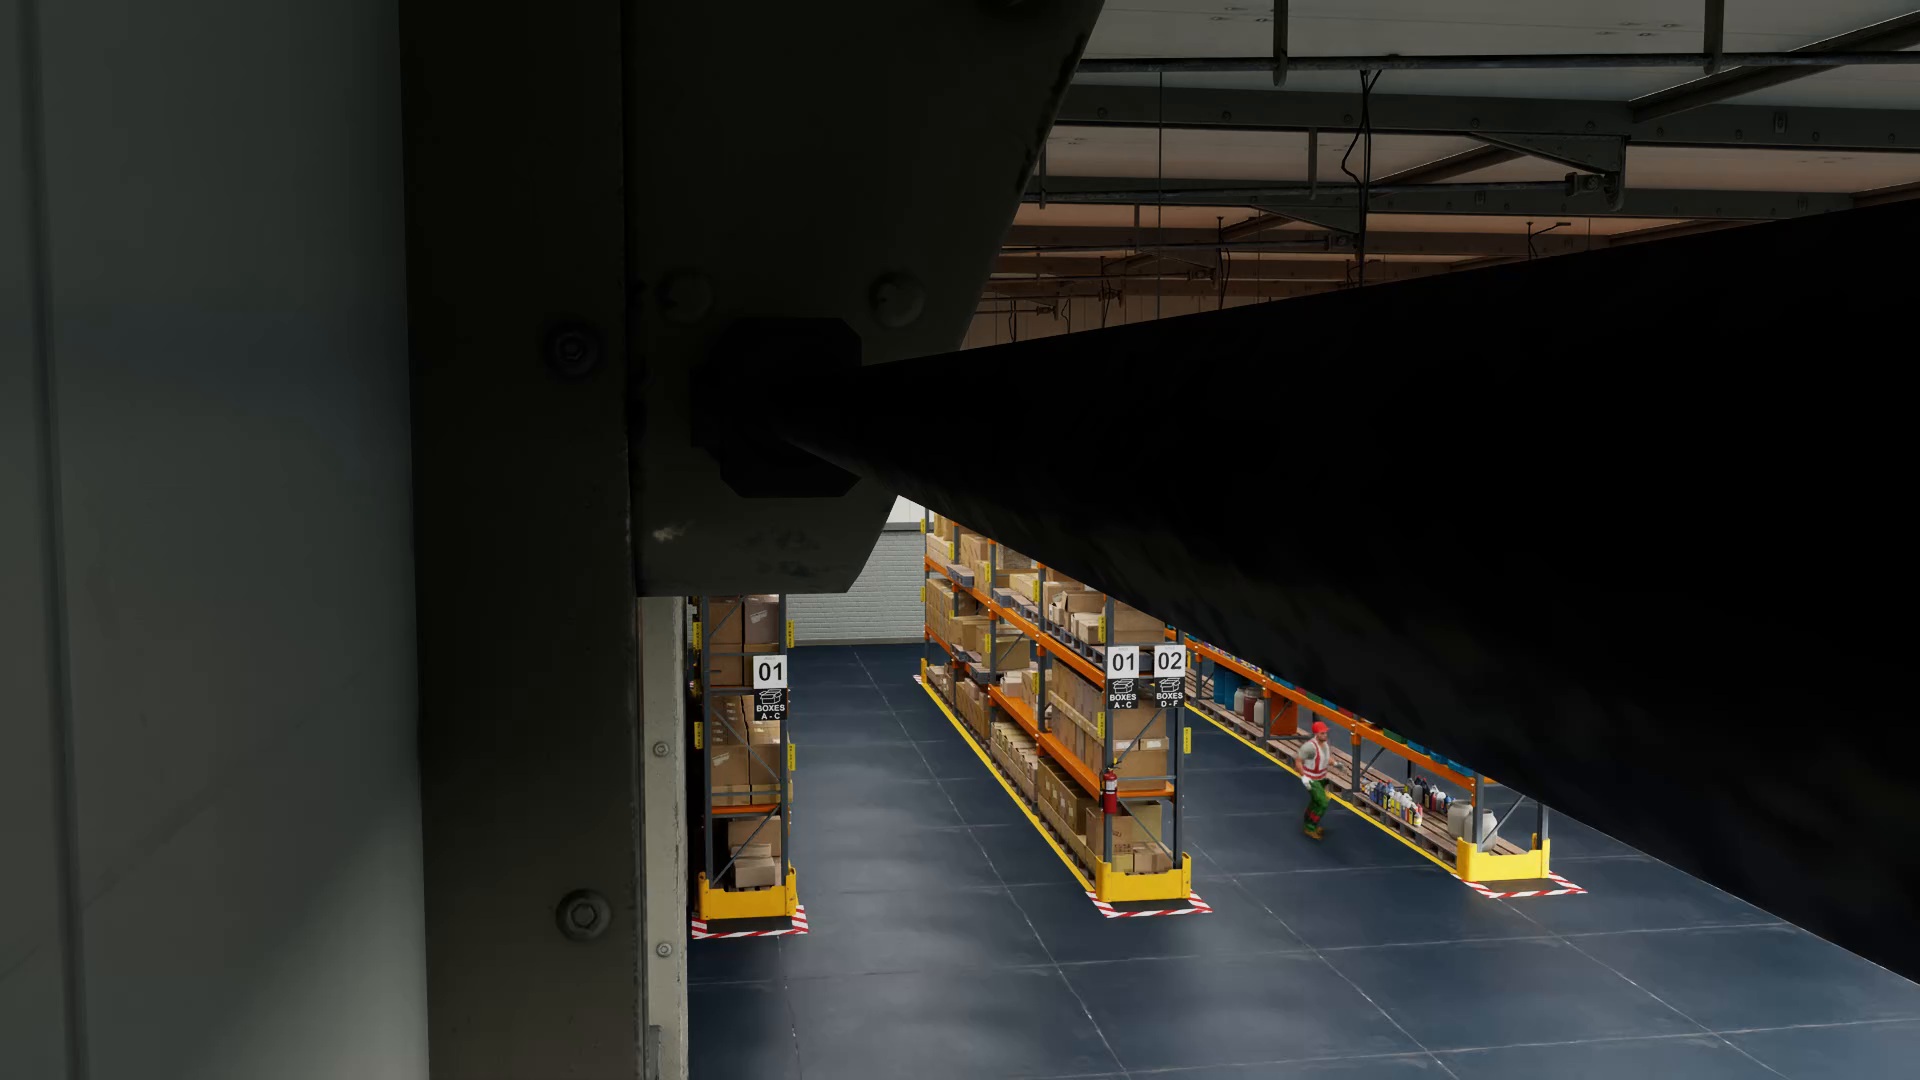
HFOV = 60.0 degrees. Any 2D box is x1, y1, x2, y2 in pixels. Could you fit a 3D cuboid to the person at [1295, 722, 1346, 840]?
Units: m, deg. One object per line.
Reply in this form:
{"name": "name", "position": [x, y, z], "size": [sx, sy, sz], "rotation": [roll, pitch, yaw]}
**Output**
{"name": "person", "position": [5.115, 3.409, 23.728], "size": [0.743, 1.709, 0.698], "rotation": [4, 7, 41]}

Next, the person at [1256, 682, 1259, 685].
{"name": "person", "position": [6.680, 2.407, 35.730], "size": [0.650, 1.575, 0.682], "rotation": [1, 5, 8]}
